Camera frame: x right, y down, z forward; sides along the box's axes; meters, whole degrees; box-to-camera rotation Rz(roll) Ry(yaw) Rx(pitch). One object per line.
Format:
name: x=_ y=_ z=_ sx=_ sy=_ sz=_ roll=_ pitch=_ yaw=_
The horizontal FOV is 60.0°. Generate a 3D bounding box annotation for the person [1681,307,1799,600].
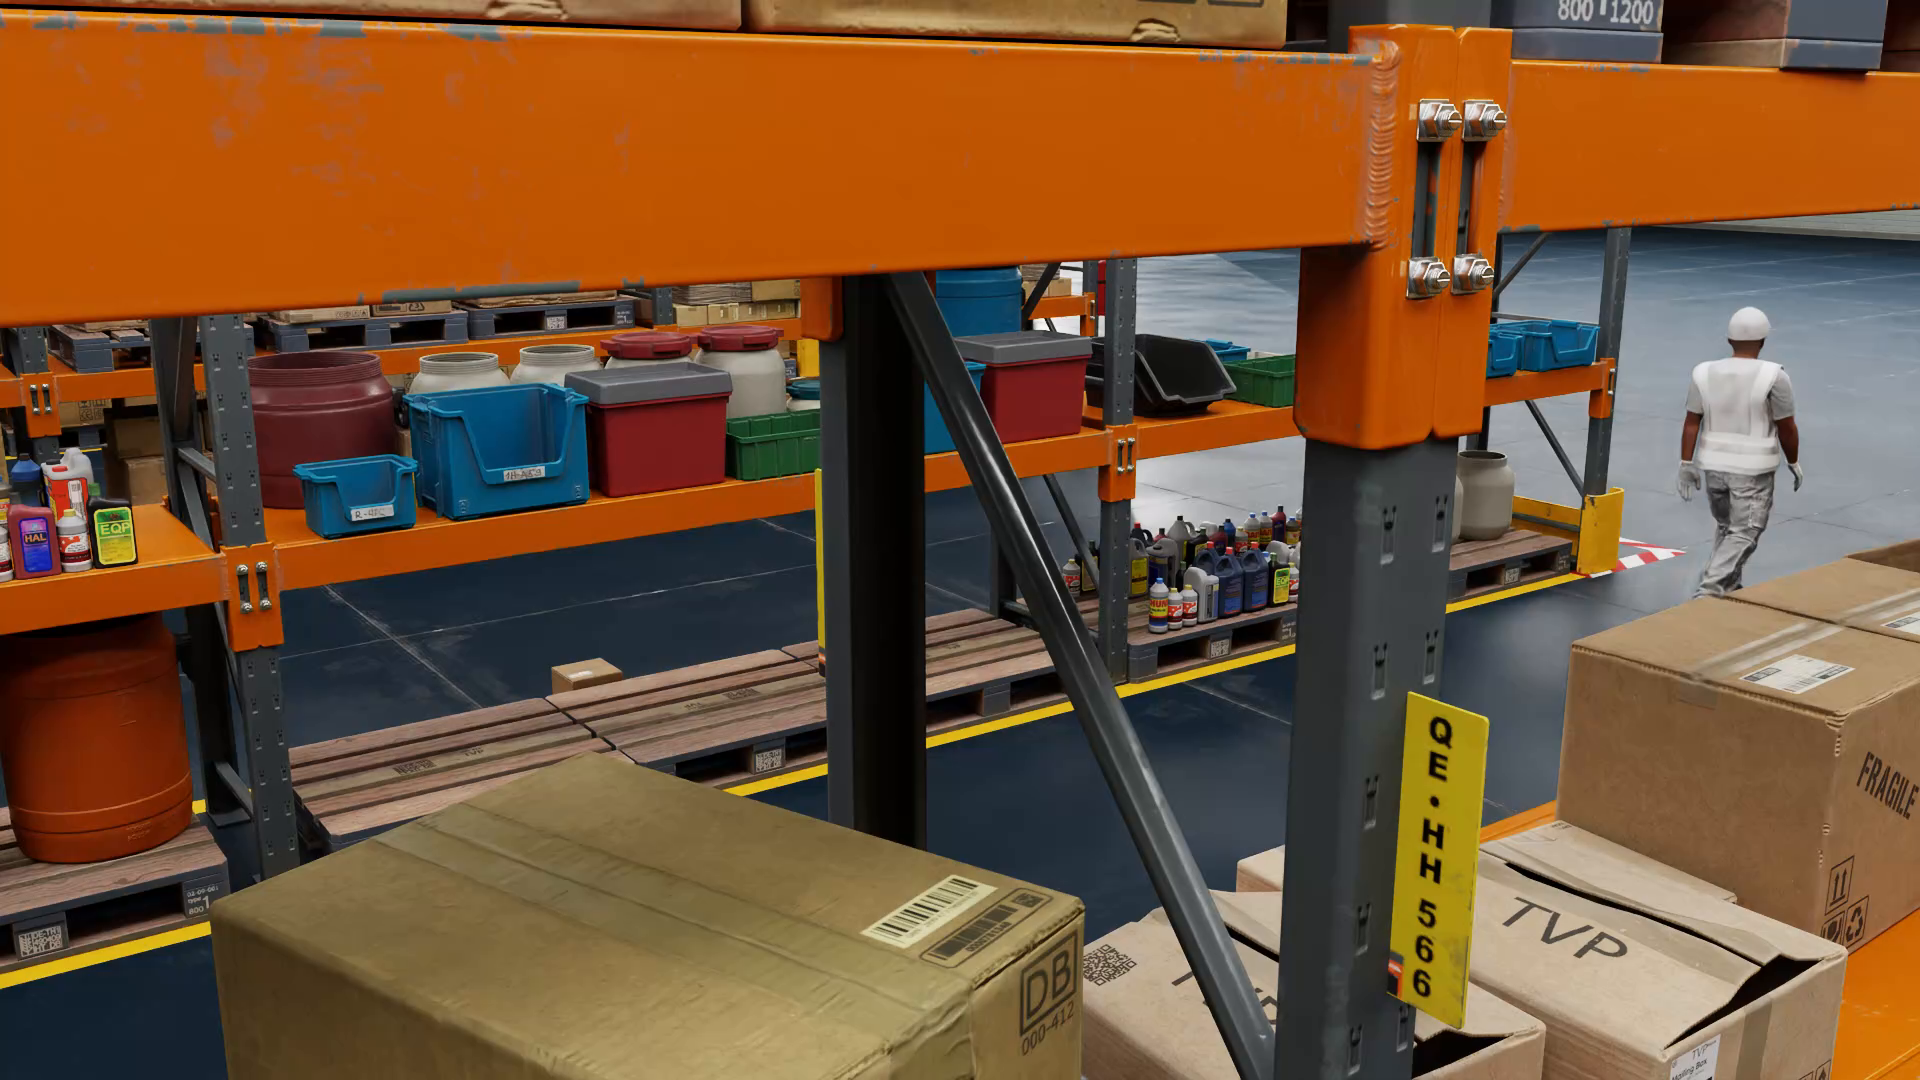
person: x=4.265 y=-0.395 z=9.151 sx=0.993 sy=1.758 sz=0.558 roll=-11 pitch=18 yaw=-36
